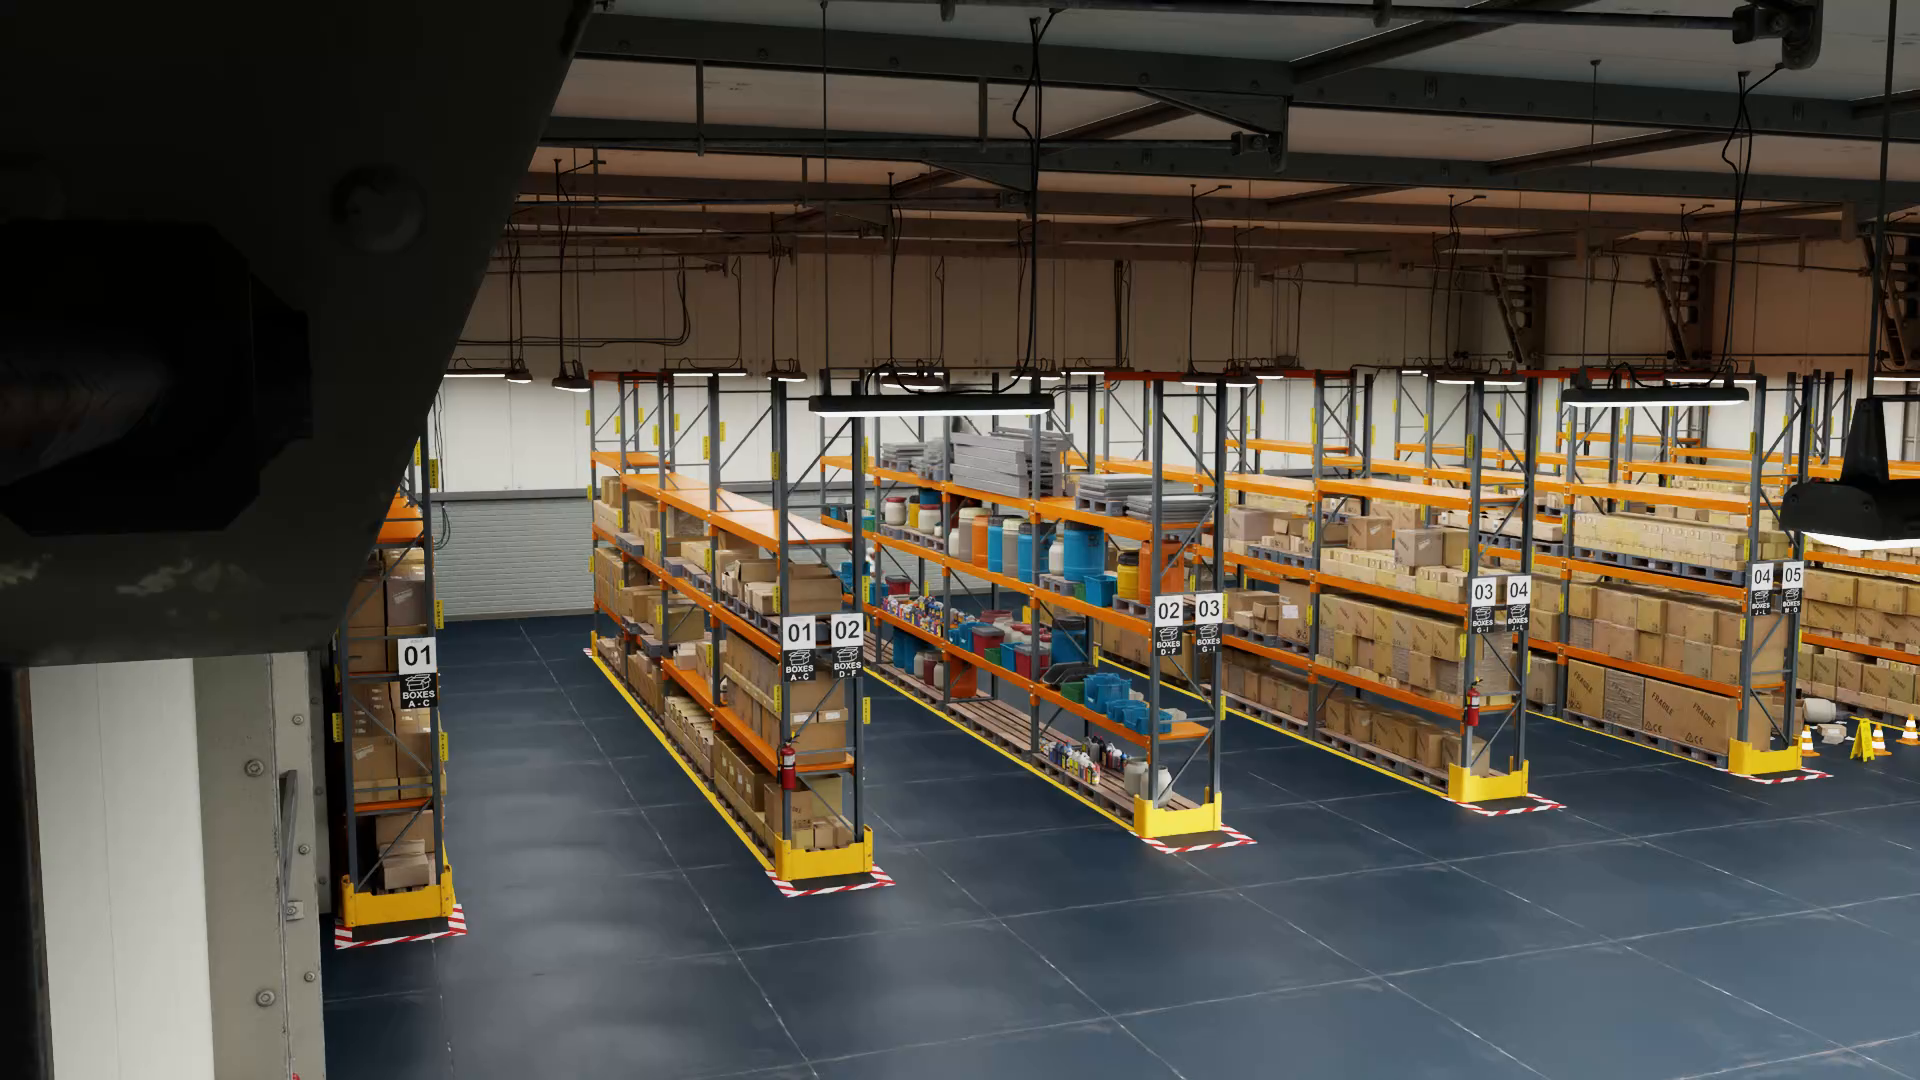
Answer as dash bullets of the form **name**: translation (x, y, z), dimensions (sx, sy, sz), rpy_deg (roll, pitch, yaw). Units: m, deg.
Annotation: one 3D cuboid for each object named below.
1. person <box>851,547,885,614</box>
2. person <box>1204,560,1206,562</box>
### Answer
- **person**: translation (-2.187, 1.052, 39.552), dimensions (0.828, 1.791, 0.729), rpy_deg (0, 6, -4)
- **person**: translation (5.565, 1.238, 38.489), dimensions (0.547, 1.626, 0.754), rpy_deg (-2, 7, -20)
